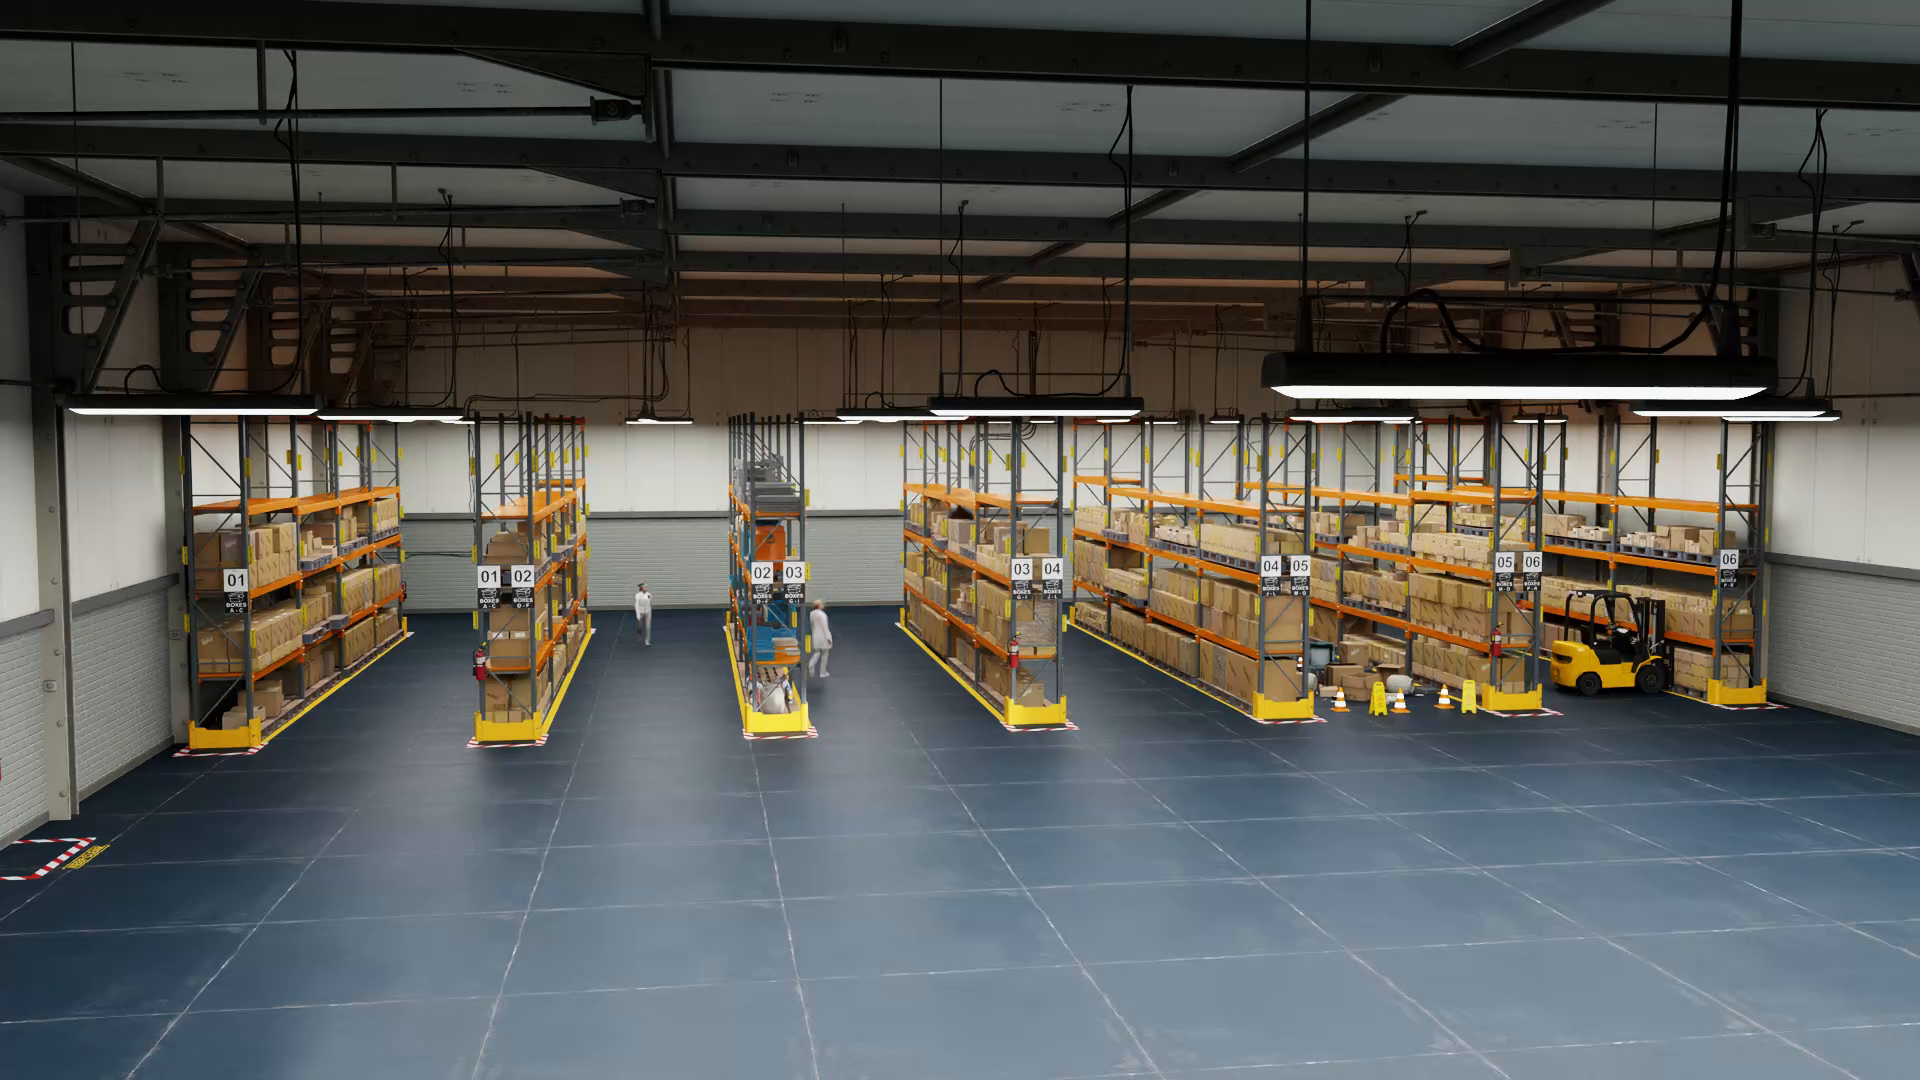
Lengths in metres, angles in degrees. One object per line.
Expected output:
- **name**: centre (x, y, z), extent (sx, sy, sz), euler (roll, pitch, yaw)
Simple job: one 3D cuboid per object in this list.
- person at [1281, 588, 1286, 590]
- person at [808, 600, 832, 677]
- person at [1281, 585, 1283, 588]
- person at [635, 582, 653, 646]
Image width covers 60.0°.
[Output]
- **person**: centre (7.808, 2.076, 40.552), extent (0.645, 1.820, 0.596), euler (-1, 4, -19)
- **person**: centre (-3.171, 2.318, 37.561), extent (0.577, 1.575, 0.663), euler (2, 5, 31)
- **person**: centre (8.240, 1.973, 43.167), extent (0.395, 1.669, 0.592), euler (1, 4, 21)
- **person**: centre (-8.285, 1.917, 43.630), extent (0.454, 1.655, 0.707), euler (-1, 4, -12)
